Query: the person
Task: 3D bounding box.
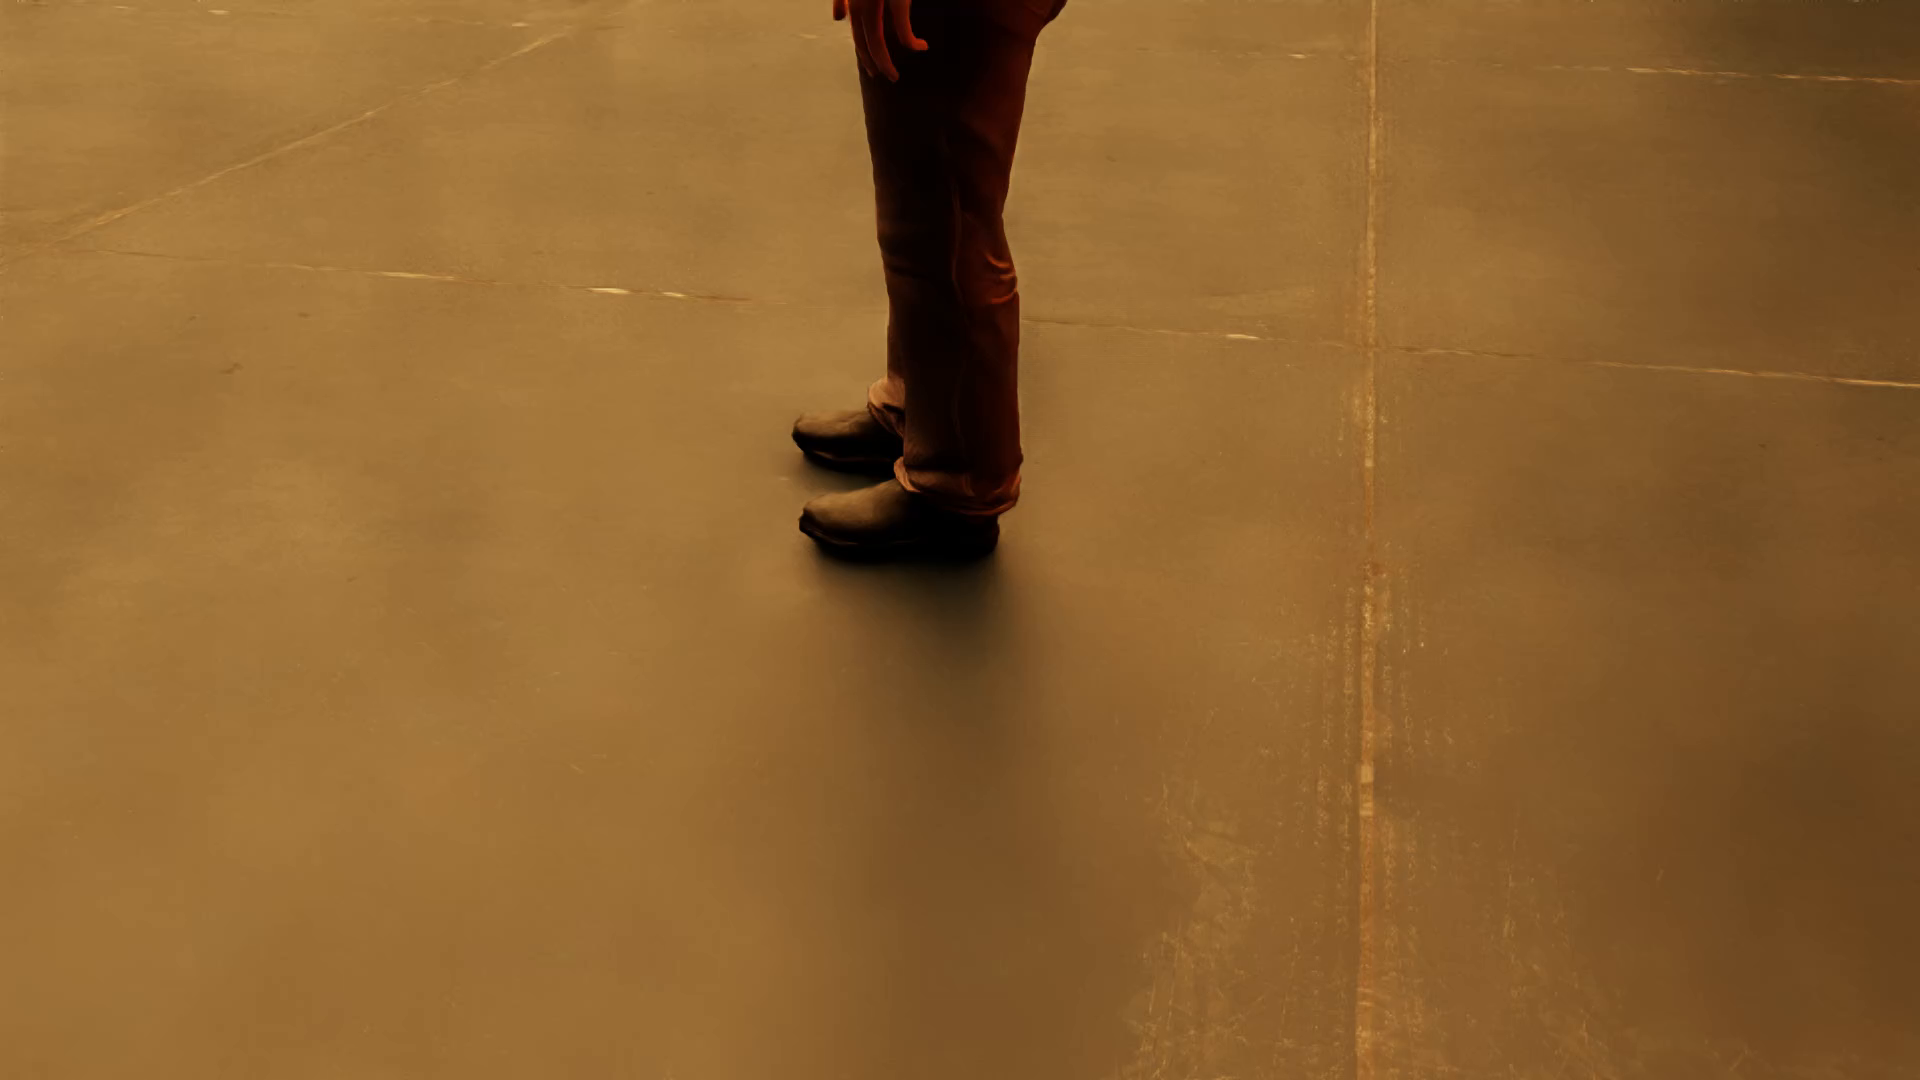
[{"bbox_3d":[-0.059,-0.752,2.145,0.567,1.649,0.632,6,27,11],"label":"person"}]
